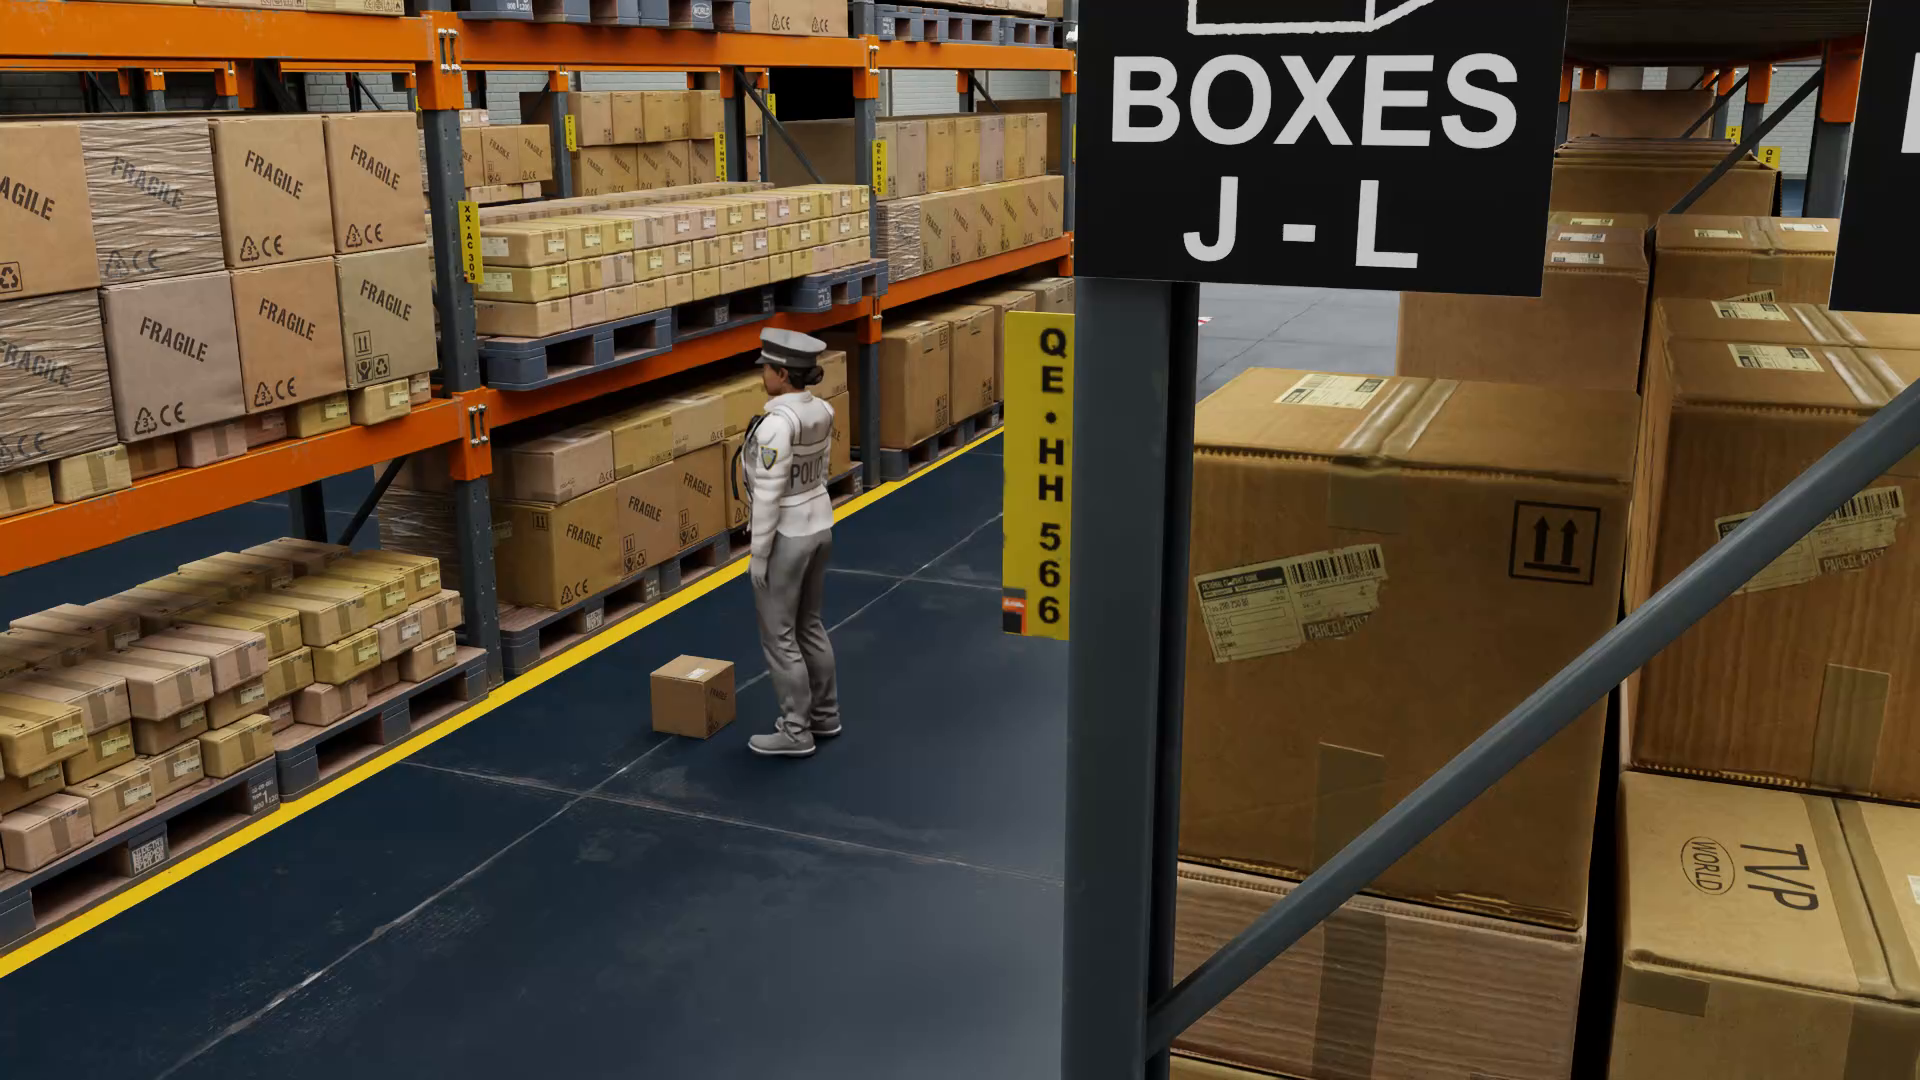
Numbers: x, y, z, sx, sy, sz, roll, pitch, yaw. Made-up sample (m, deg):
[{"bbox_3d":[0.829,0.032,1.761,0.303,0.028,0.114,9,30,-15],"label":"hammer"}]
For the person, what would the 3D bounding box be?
[{"bbox_3d":[-0.671,0.011,6.462,0.337,1.677,0.466,6,17,22],"label":"person"}]
